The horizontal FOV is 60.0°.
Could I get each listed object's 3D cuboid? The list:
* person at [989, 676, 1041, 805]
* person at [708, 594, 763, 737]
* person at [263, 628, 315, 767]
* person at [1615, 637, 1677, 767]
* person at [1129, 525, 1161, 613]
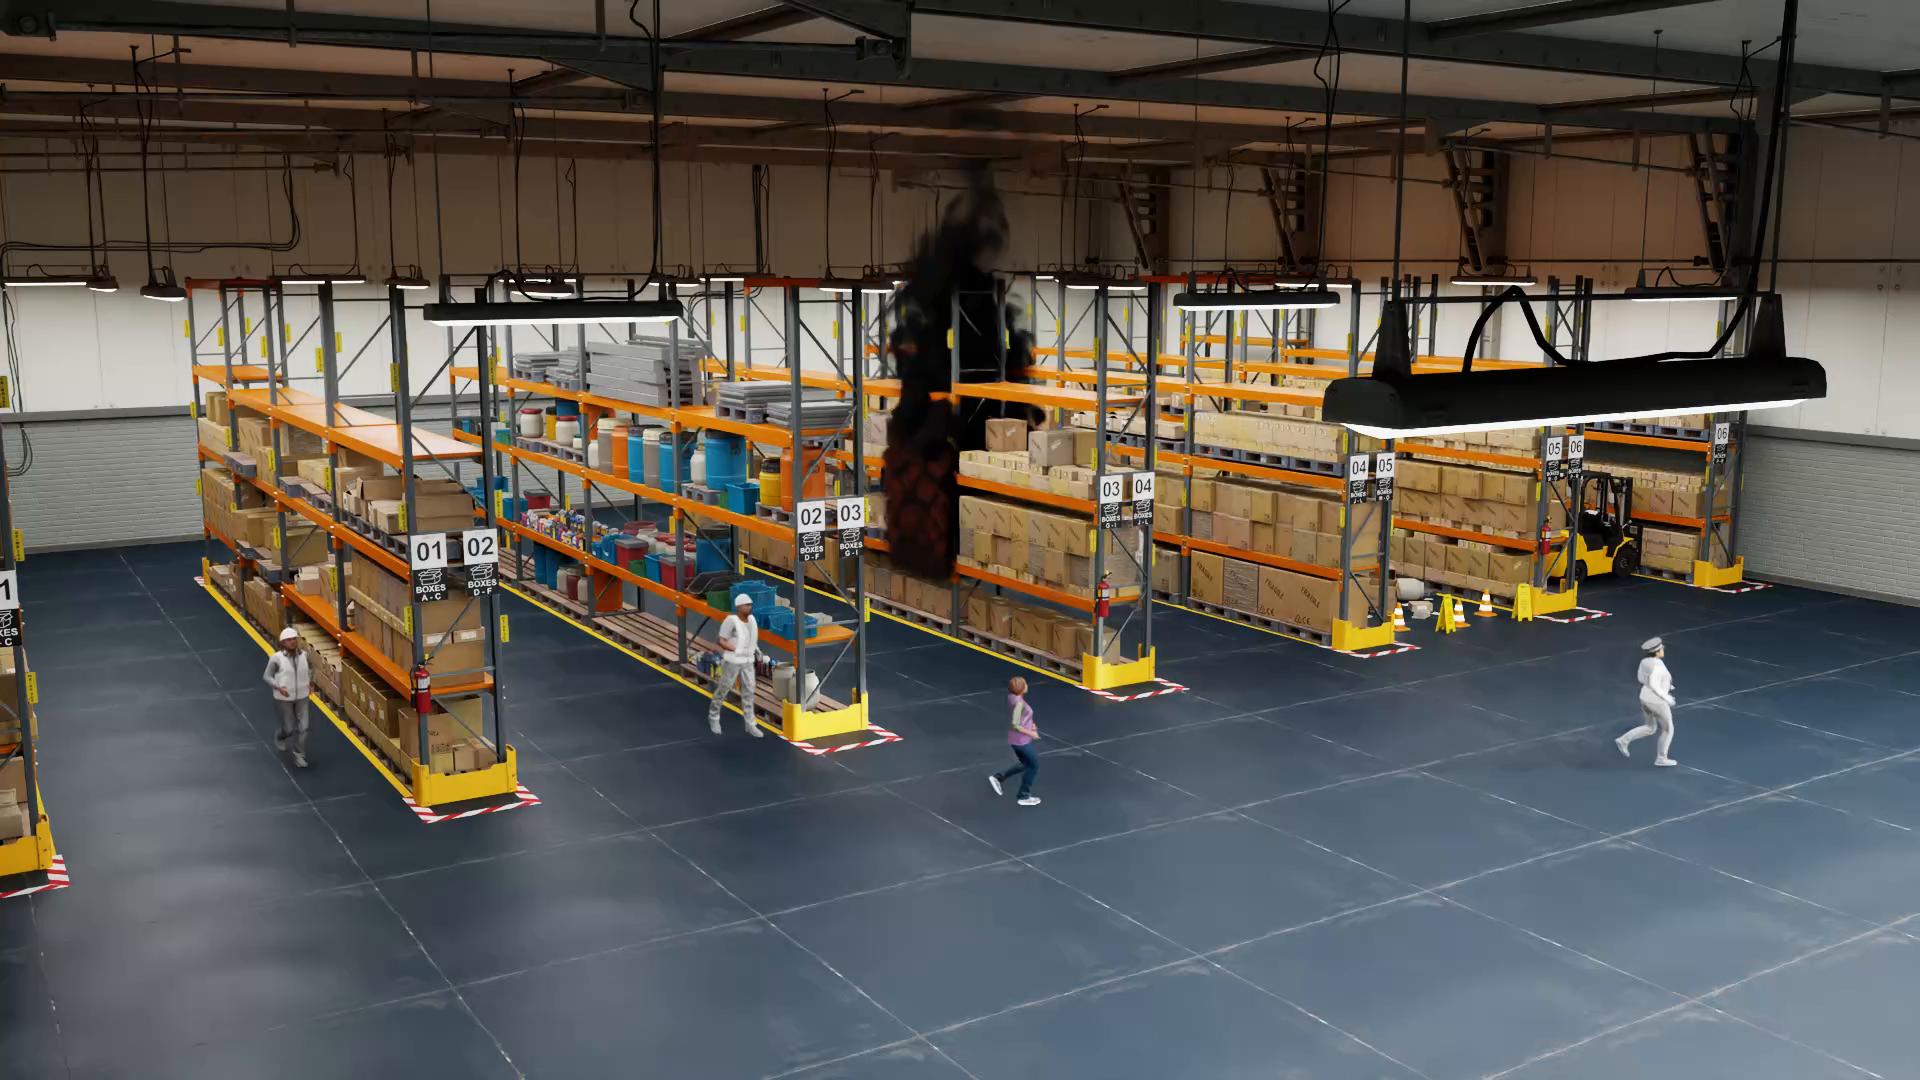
[{"bbox_3d":[0.652,2.346,19.395,0.608,1.549,0.538,-2,10,-9],"label":"person"},{"bbox_3d":[-2.803,1.596,21.413,0.857,1.827,0.738,8,12,38],"label":"person"},{"bbox_3d":[-8.461,1.967,21.054,0.657,1.748,0.752,-8,13,-41],"label":"person"},{"bbox_3d":[8.710,2.036,20.898,0.726,1.660,0.625,-1,10,-4],"label":"person"},{"bbox_3d":[3.193,0.418,28.833,0.585,1.715,0.585,9,13,42],"label":"person"}]
